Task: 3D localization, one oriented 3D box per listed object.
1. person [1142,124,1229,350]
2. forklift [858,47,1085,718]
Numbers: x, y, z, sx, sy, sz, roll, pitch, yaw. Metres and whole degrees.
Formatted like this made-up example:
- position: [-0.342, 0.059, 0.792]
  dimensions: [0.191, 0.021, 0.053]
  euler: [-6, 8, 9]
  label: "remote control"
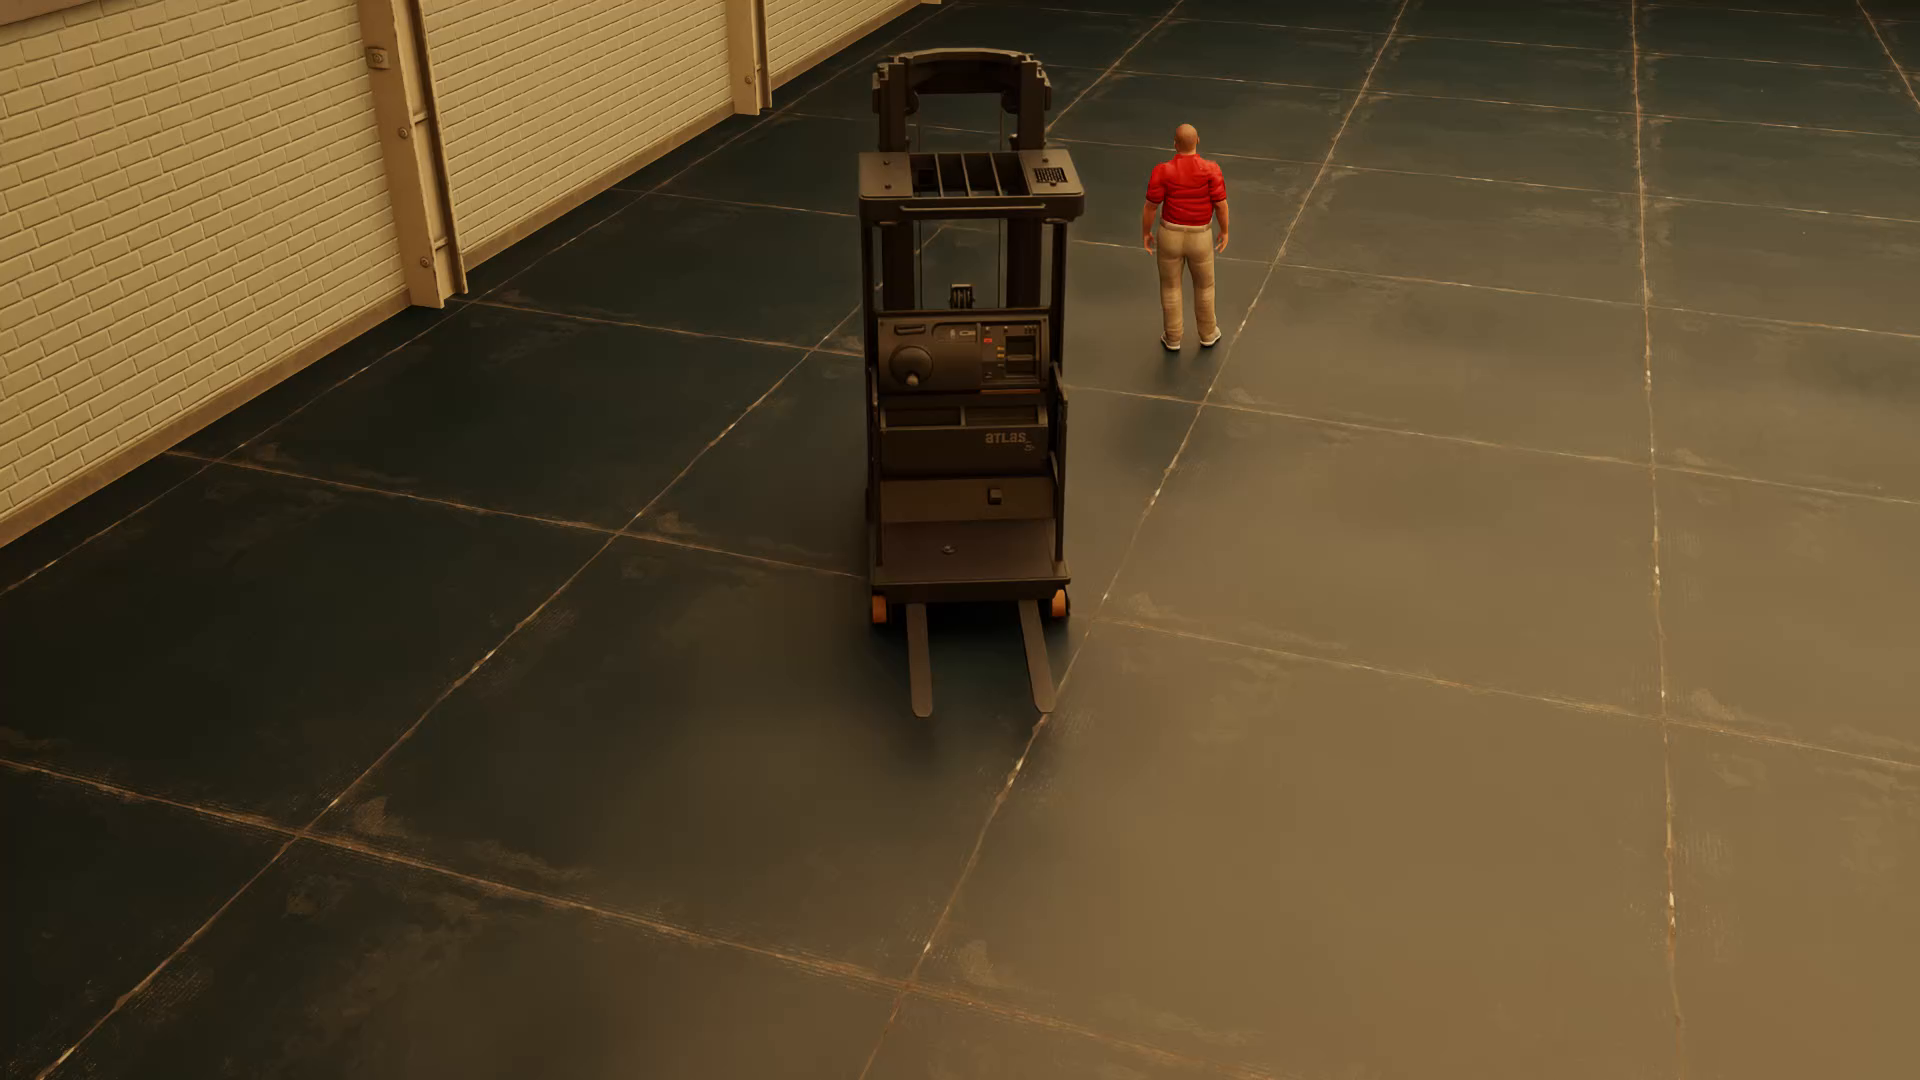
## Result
- position: [1.668, -2.251, 12.284]
  dimensions: [0.642, 1.728, 0.550]
  euler: [4, 30, 7]
  label: "person"
- position: [0.035, -0.972, 8.842]
  dimensions: [1.130, 2.935, 3.031]
  euler: [-2, 30, -3]
  label: "forklift"
